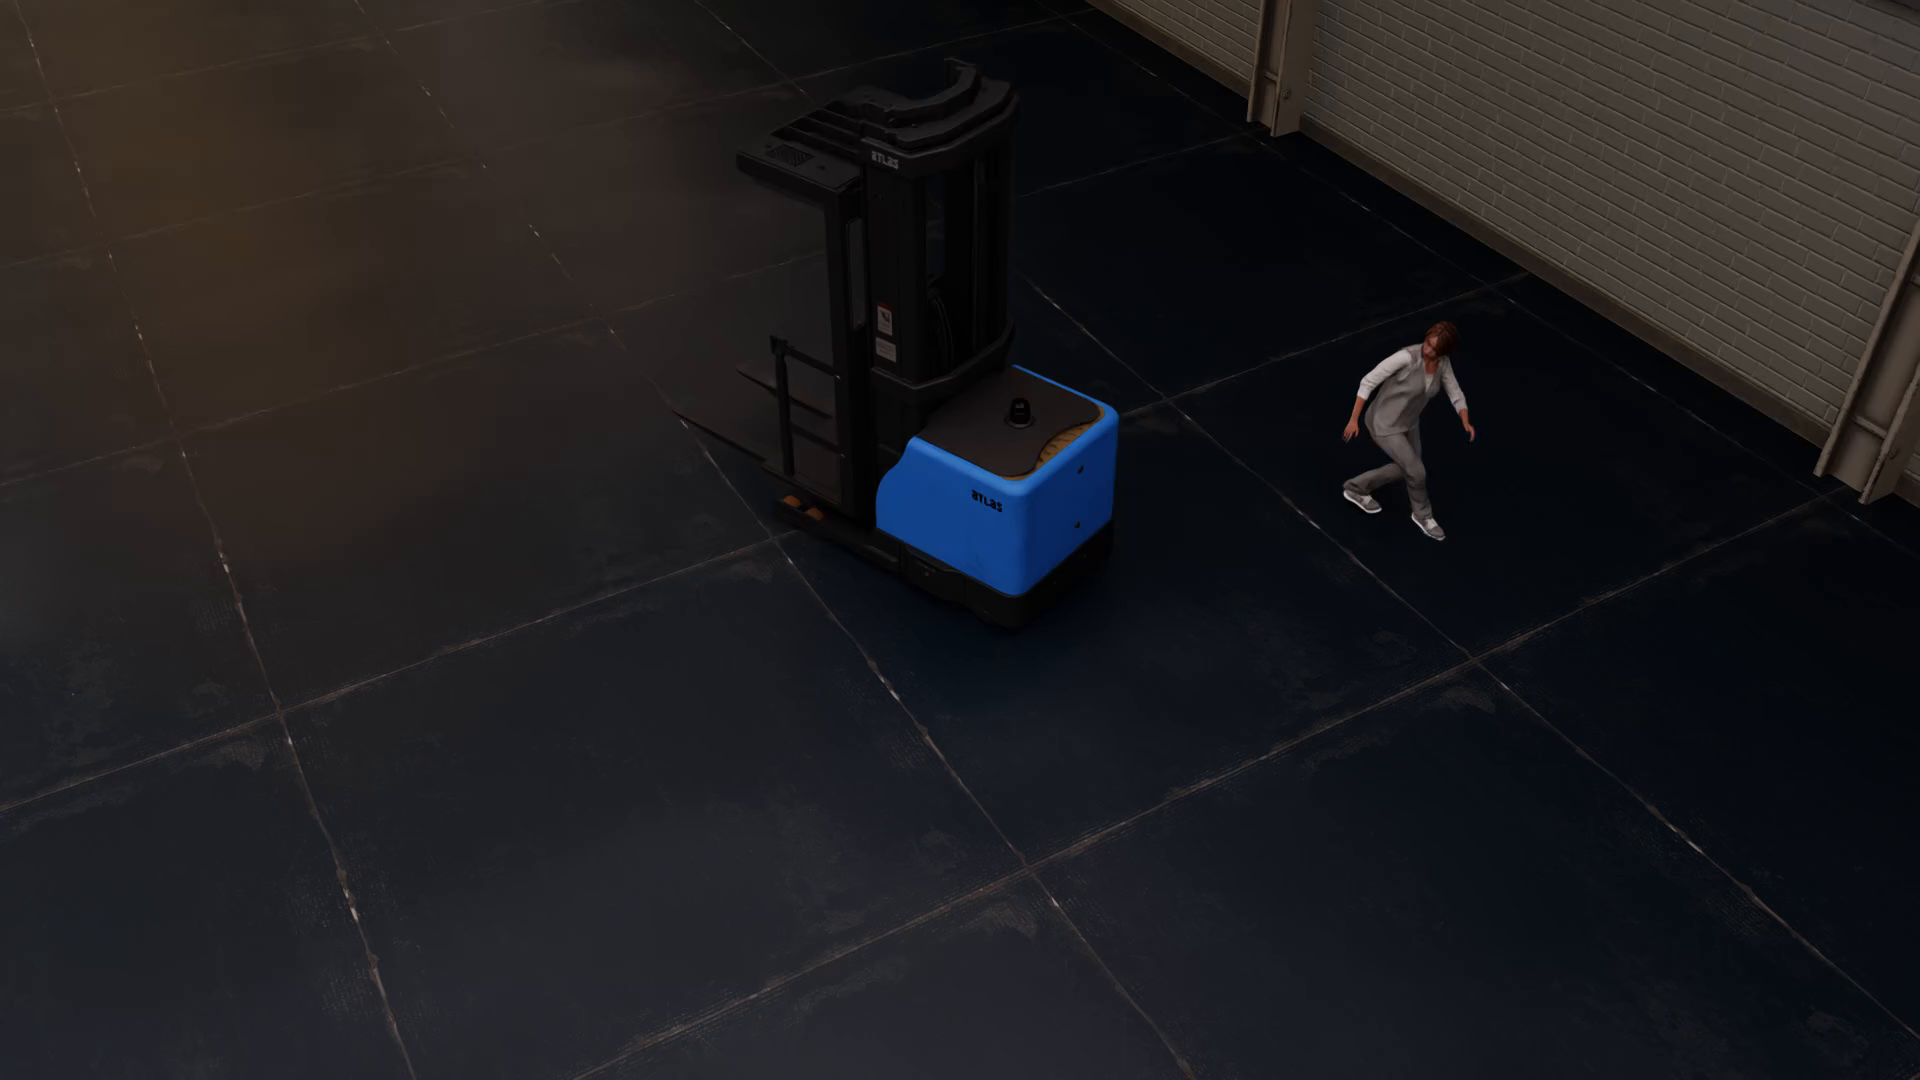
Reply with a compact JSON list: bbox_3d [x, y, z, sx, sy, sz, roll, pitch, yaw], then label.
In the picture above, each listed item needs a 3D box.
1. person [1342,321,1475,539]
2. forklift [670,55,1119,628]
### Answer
[{"bbox_3d":[2.685,-0.626,9.960,0.676,1.478,0.755,-31,48,-31],"label":"person"},{"bbox_3d":[-0.535,-1.400,9.724,3.031,2.935,1.130,27,47,29],"label":"forklift"}]
